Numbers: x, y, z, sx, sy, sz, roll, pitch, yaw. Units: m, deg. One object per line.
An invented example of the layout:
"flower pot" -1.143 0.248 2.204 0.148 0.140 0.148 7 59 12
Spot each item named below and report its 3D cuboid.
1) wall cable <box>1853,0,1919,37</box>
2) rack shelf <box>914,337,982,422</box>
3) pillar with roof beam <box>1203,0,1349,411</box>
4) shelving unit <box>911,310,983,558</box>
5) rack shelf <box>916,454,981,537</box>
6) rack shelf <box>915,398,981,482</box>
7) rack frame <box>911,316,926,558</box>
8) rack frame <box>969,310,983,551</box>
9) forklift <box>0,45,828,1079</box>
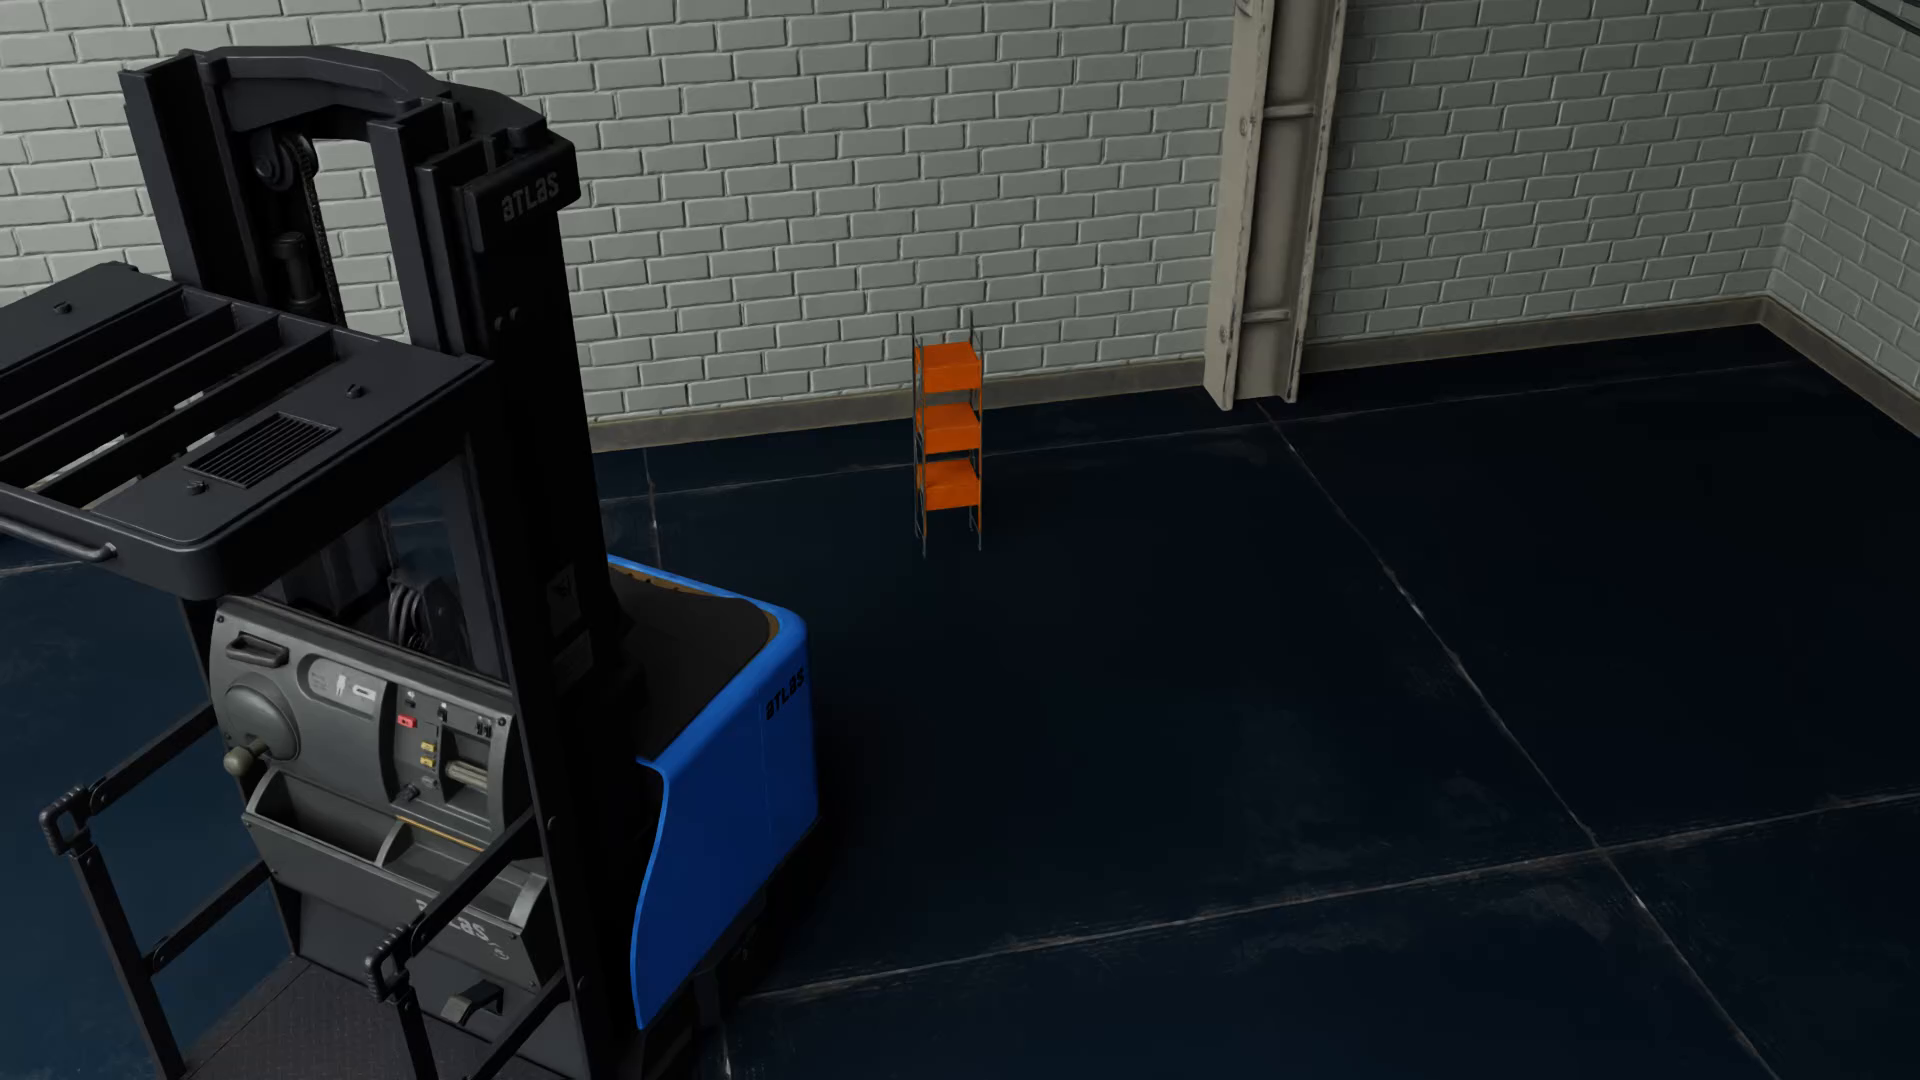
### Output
"wall cable" 4.617 -2.836 6.187 0.112 2.526 3.097 -7 35 -11
"rack shelf" -0.052 -0.656 6.795 0.240 0.259 0.215 -7 35 -11
"pillar with roof beam" 2.402 -2.142 2.366 0.400 9.000 9.100 -7 35 -11
"shelving unit" -0.052 -0.429 6.948 0.252 1.050 0.215 -7 35 -11
"rack shelf" -0.052 -0.190 7.108 0.240 0.259 0.215 -7 35 -11
"rack shelf" -0.052 -0.421 6.954 0.240 0.259 0.215 -7 35 -11
"rack frame" -0.171 -0.414 6.925 0.008 1.050 0.200 -7 35 -11
"rack frame" 0.067 -0.444 6.970 0.008 1.050 0.200 -7 35 -11
"forklift" -1.547 0.512 3.856 1.130 2.935 3.031 16 37 22
